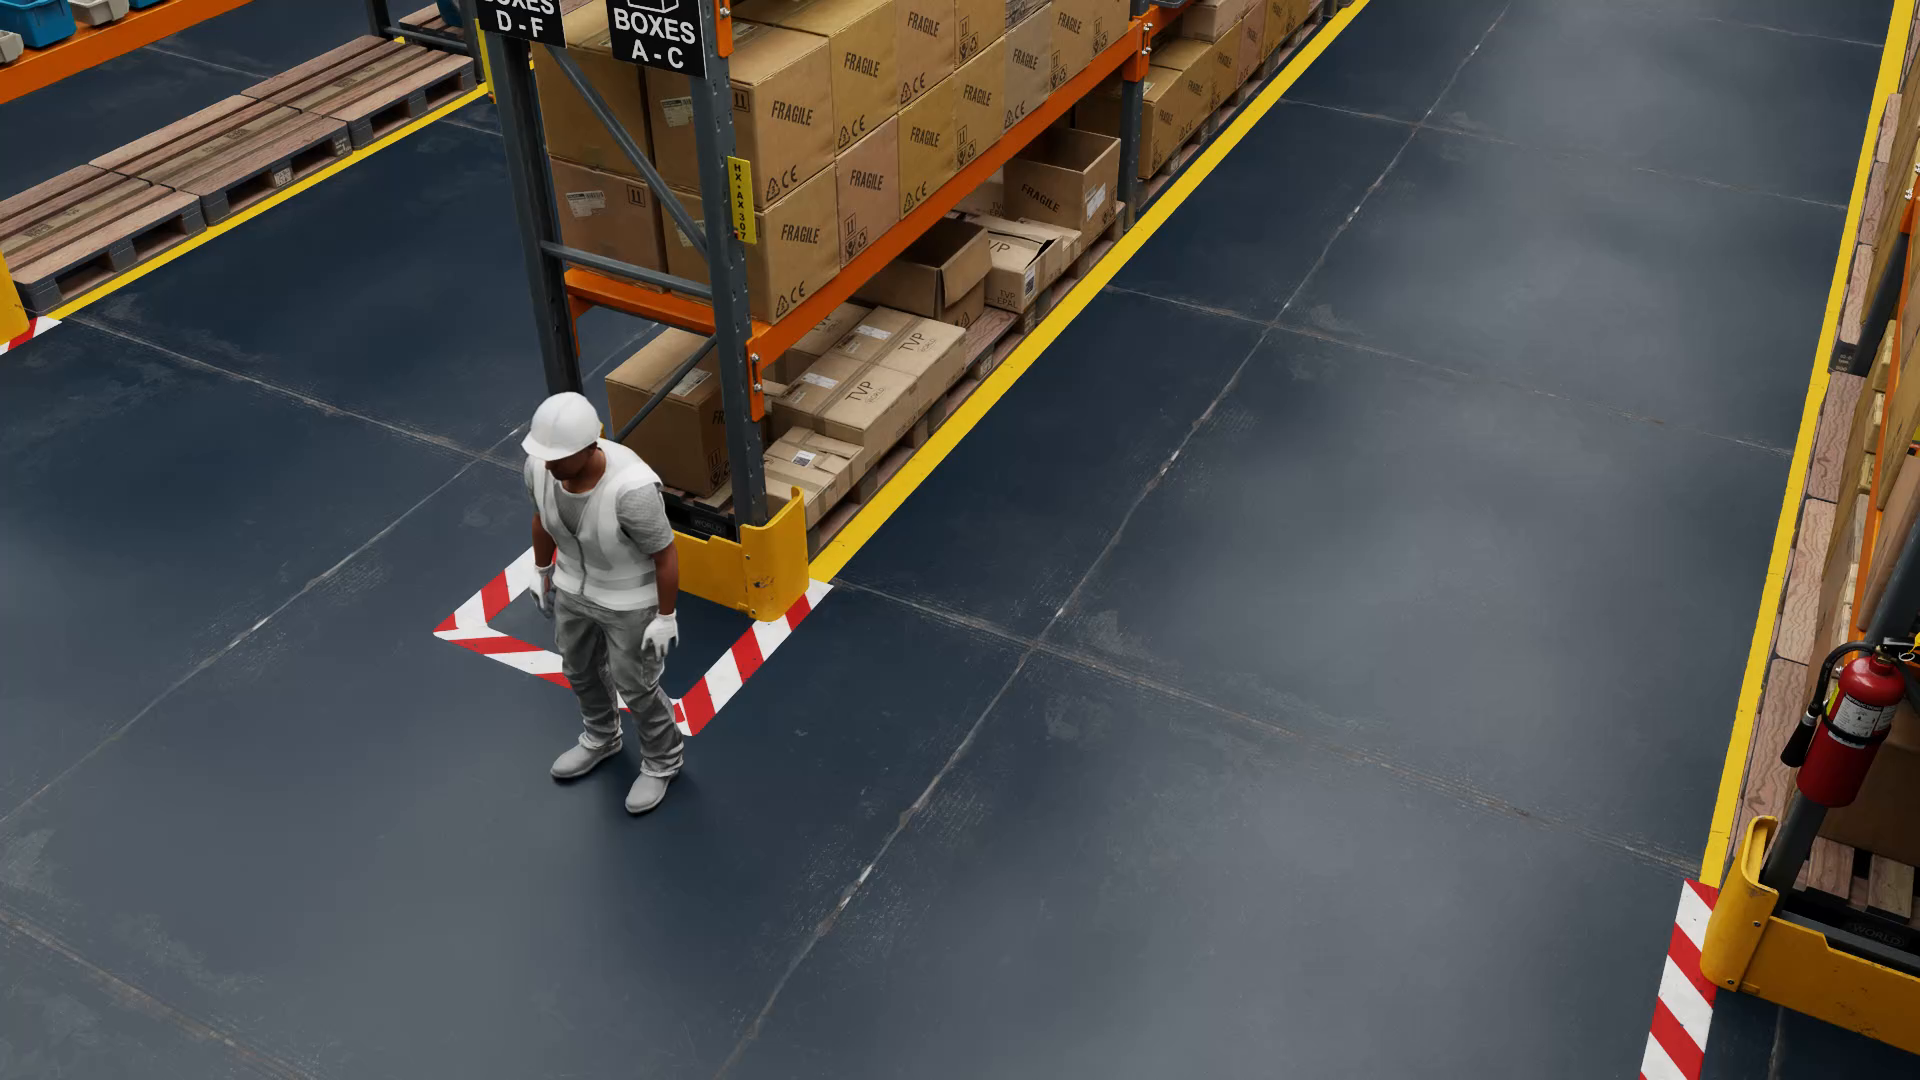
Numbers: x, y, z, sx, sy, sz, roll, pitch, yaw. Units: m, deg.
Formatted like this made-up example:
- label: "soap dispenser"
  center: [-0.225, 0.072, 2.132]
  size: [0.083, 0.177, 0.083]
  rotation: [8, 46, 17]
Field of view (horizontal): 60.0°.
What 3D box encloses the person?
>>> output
- label: "person"
  center: [-1.261, 0.206, 5.877]
  size: [0.617, 1.772, 0.452]
  rotation: [19, 42, 23]
